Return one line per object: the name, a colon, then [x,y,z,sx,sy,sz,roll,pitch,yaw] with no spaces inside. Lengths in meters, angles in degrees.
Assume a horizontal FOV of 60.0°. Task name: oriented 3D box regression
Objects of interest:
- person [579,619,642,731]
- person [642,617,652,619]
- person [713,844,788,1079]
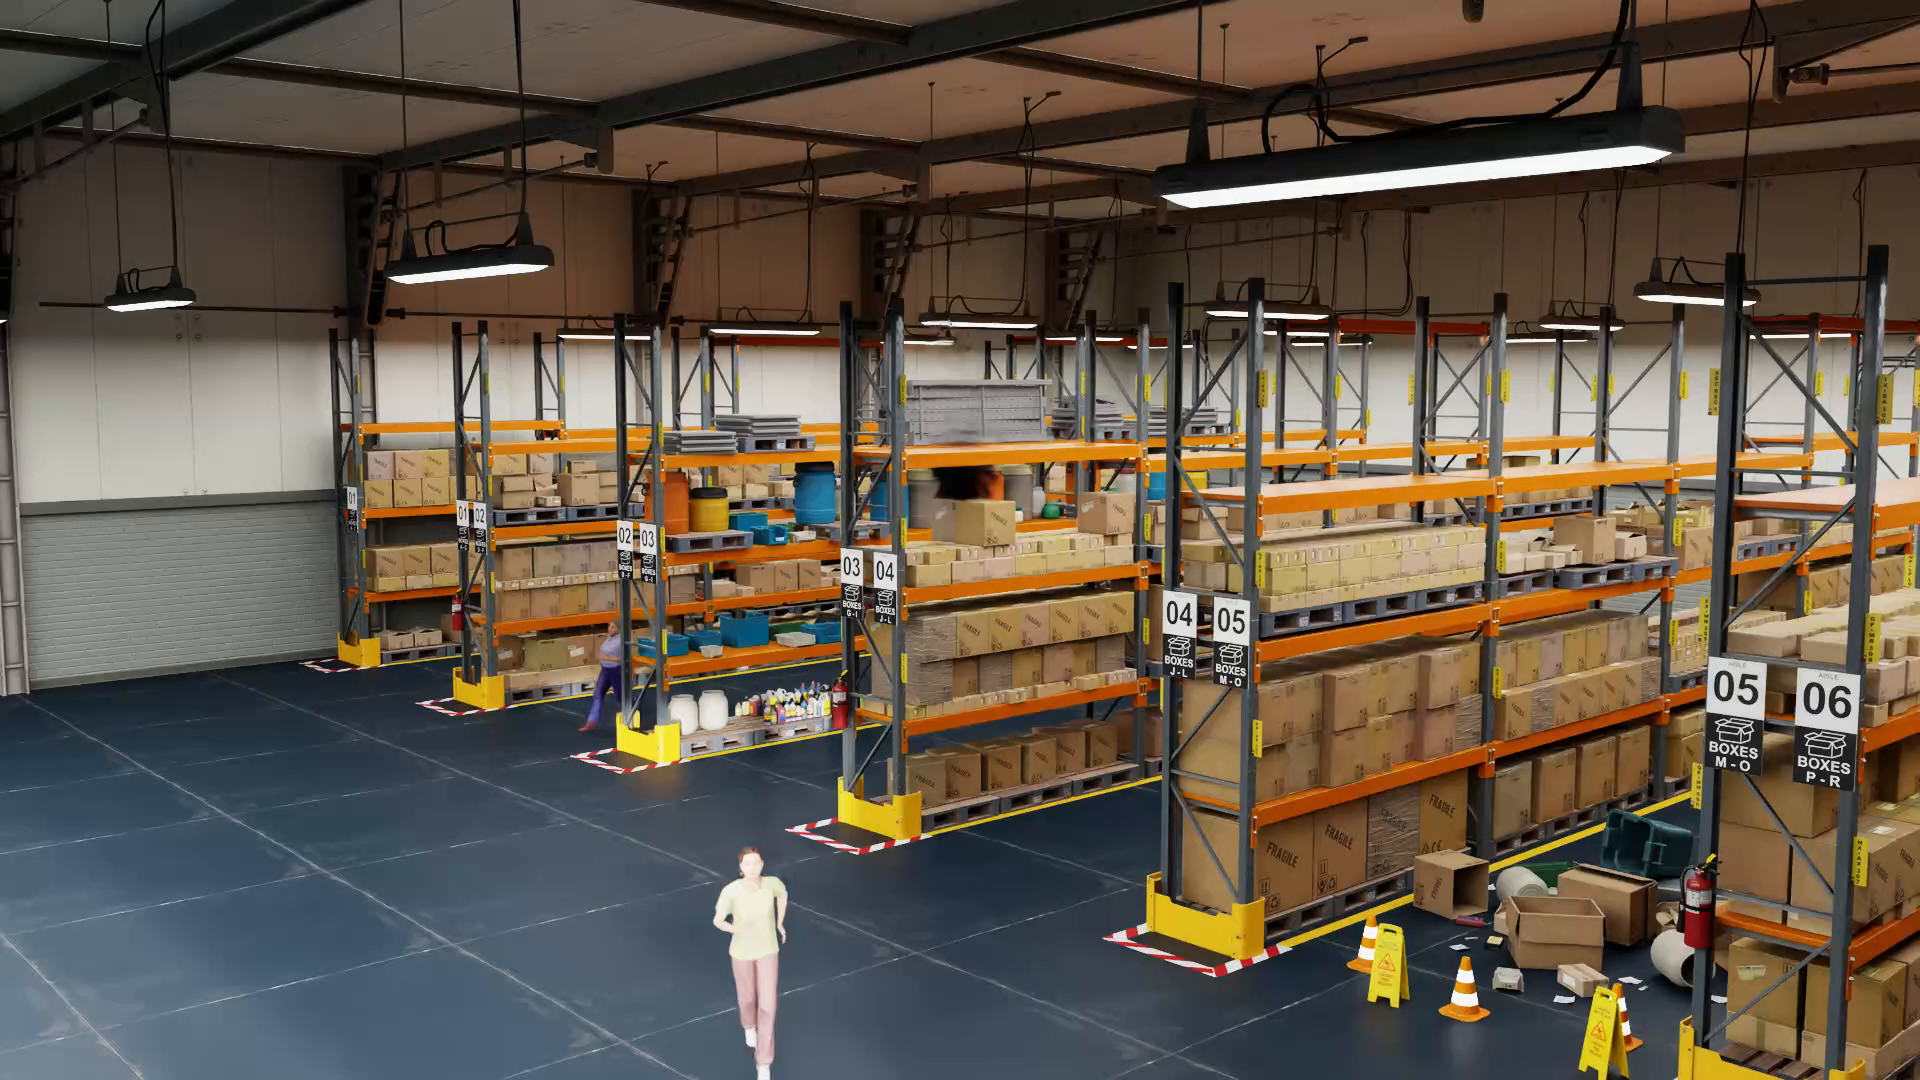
person: [-4.993,1.946,24.015,0.623,1.625,0.976,4,7,37]
person: [-5.665,1.263,30.645,0.755,1.732,0.812,5,8,43]
person: [-1.547,3.098,12.374,0.565,1.696,0.927,-1,6,-10]
